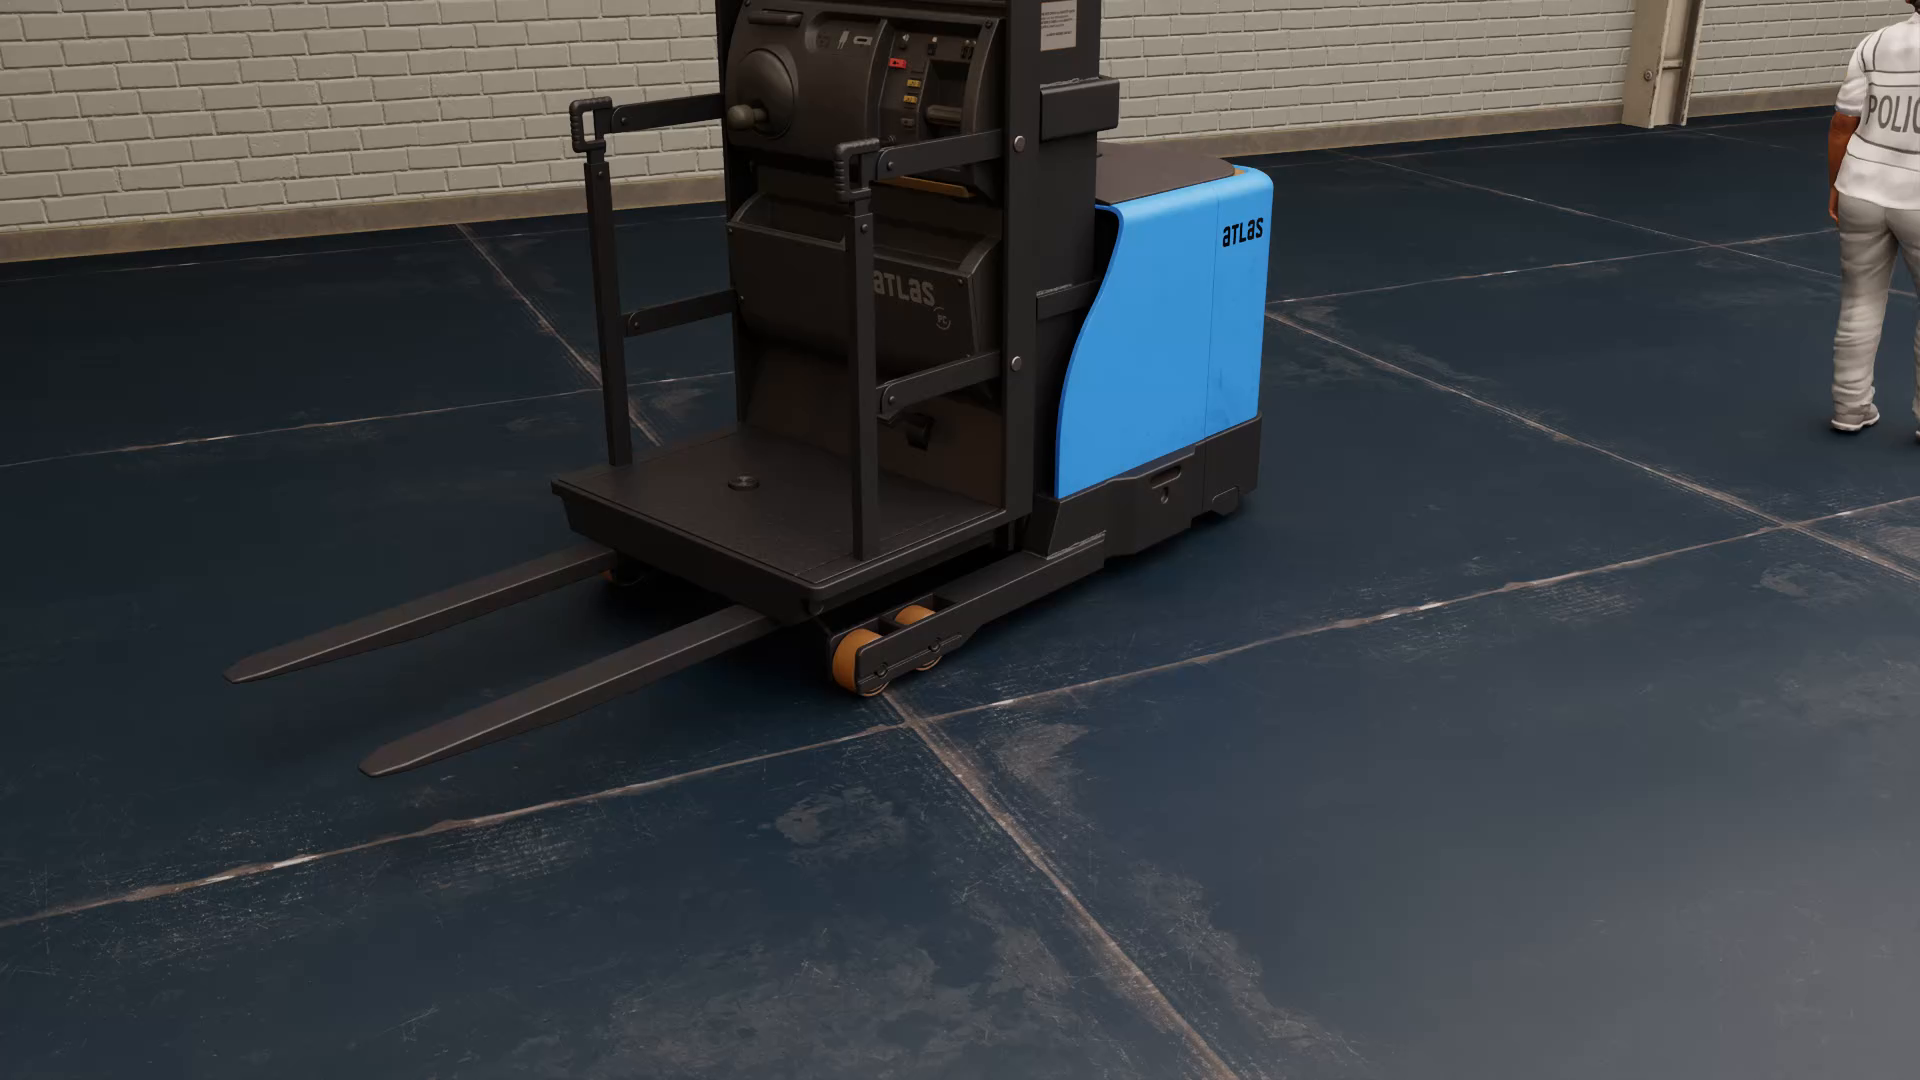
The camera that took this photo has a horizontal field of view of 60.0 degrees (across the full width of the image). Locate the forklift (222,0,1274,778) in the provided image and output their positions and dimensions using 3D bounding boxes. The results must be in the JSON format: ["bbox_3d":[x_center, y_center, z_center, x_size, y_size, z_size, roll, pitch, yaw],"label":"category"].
[{"bbox_3d":[-0.413,-1.182,4.131,1.130,2.935,3.031,19,29,39],"label":"forklift"}]

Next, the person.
[{"bbox_3d":[3.322,-1.177,5.748,0.529,1.669,0.598,-17,28,-35],"label":"person"}]
